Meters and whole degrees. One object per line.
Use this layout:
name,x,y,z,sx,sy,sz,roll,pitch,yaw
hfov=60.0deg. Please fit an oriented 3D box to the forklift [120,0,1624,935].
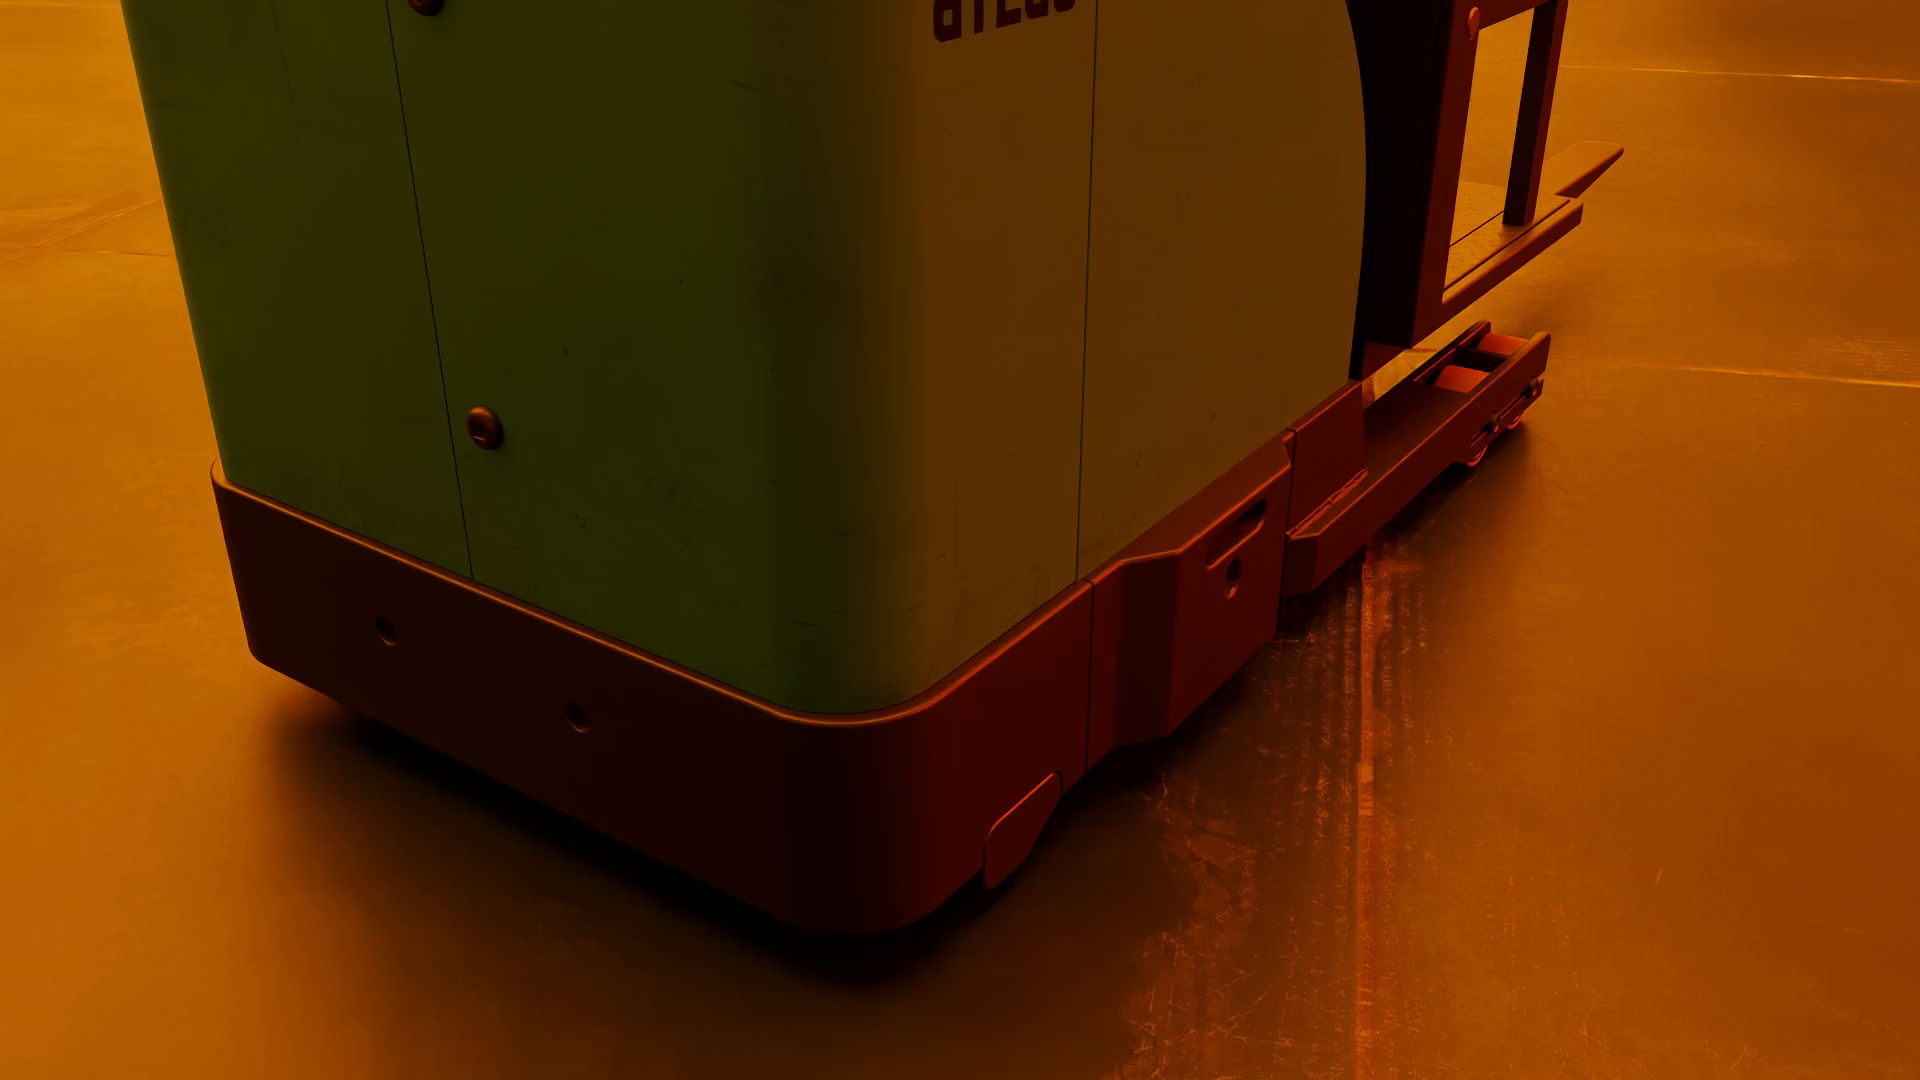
forklift,0.362,-1.540,2.299,1.130,2.935,3.031,18,32,31
